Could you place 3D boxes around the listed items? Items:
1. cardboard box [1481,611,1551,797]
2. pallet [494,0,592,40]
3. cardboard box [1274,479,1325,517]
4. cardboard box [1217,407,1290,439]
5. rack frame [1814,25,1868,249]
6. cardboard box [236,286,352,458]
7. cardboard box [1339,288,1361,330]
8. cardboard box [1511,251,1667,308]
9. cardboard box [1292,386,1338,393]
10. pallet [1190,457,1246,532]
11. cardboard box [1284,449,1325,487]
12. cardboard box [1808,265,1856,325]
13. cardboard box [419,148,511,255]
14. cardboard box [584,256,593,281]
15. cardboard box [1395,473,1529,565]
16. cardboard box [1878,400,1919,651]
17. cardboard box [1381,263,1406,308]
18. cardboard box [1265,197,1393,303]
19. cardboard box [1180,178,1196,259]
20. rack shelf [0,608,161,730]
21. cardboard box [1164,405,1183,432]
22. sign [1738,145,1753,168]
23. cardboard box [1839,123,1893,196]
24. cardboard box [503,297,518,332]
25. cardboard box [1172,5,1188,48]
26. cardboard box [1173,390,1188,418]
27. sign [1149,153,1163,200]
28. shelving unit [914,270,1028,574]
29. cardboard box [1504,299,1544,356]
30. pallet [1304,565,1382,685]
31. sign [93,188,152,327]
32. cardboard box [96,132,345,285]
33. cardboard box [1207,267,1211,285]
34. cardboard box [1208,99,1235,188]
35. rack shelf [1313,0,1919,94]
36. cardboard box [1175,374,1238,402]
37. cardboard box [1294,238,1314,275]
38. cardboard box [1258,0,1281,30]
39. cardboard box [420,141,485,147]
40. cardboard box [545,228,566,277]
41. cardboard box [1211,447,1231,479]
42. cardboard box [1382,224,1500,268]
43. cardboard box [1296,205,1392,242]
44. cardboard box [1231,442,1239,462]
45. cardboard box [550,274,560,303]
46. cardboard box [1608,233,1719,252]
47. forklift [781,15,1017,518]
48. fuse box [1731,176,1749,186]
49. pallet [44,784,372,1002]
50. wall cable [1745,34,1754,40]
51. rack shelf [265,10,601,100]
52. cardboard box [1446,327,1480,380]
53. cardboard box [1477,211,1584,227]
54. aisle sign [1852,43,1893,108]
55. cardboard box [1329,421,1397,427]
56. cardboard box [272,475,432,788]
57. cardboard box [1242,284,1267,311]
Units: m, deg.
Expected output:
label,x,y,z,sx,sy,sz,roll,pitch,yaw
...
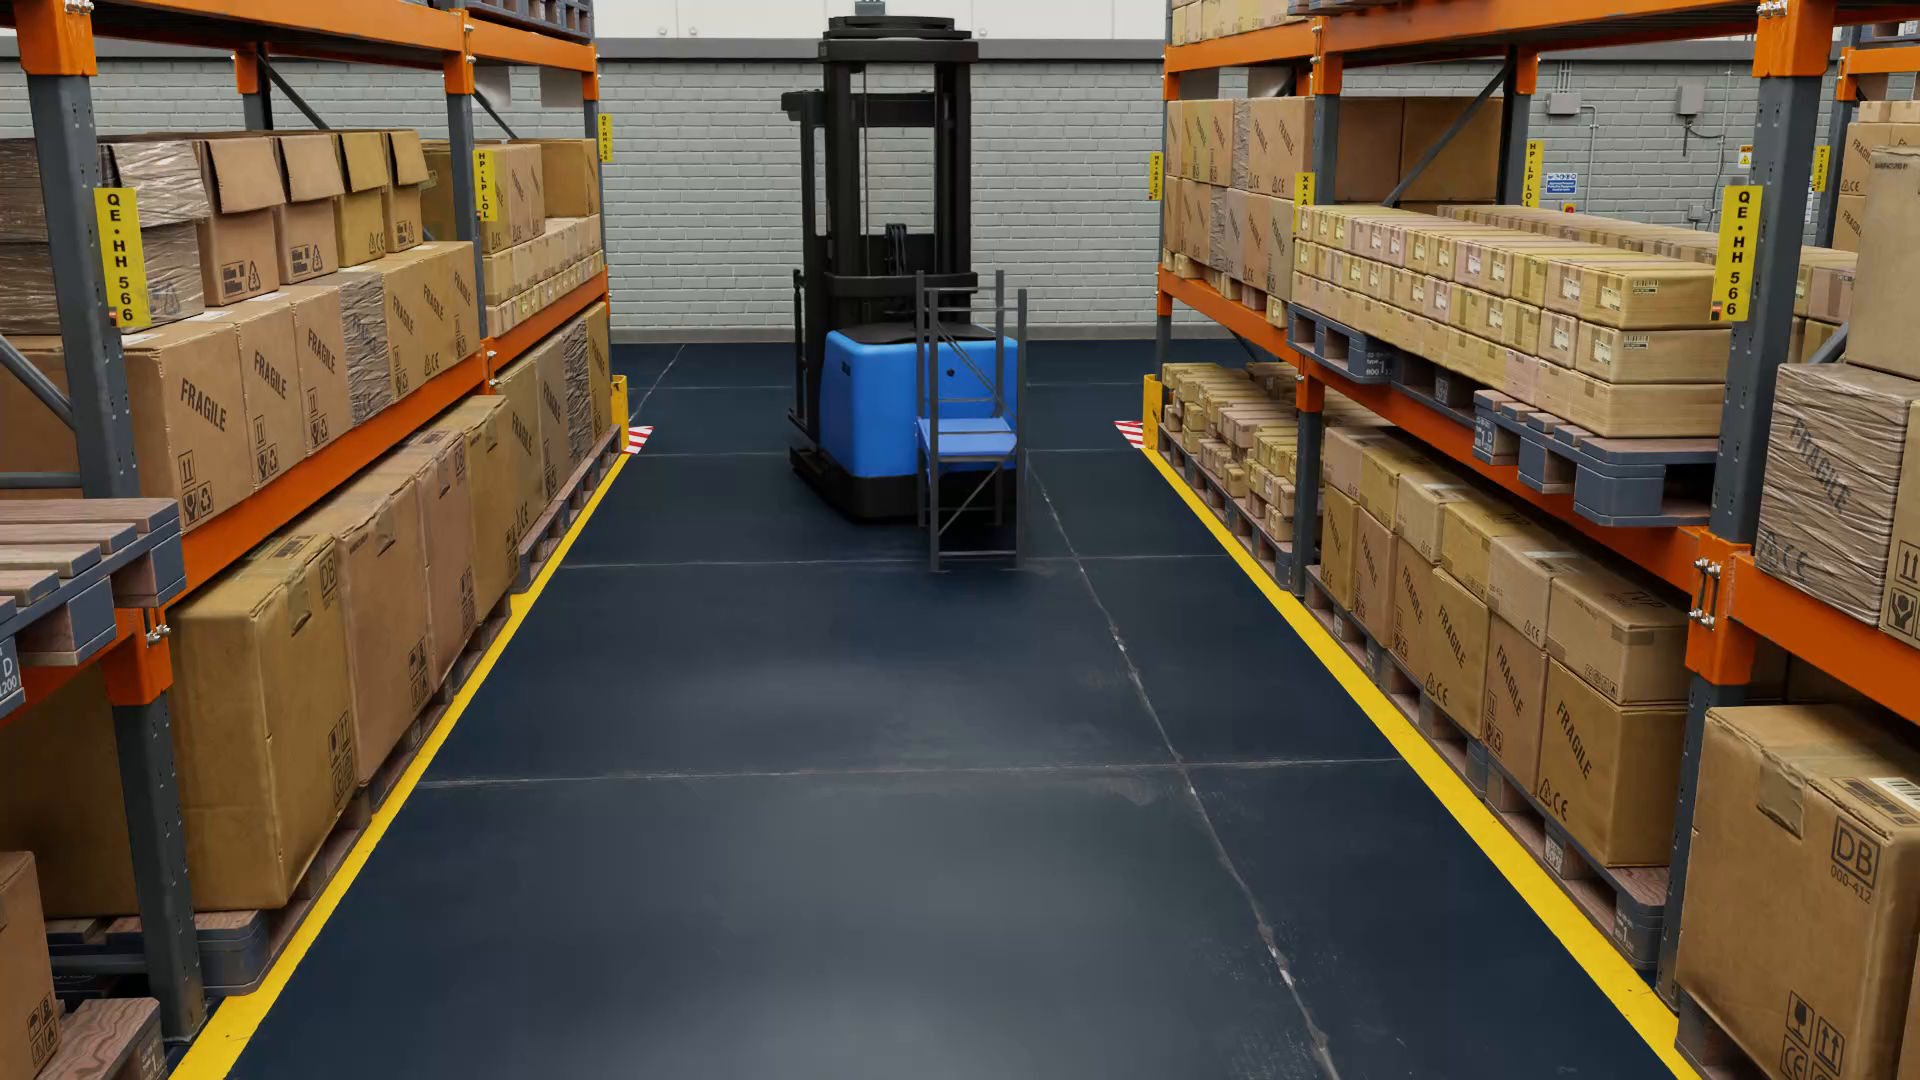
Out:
label,x,y,z,sx,sy,sz,roll,pitch,yaw
cardboard box,2.103,0.534,5.605,0.500,0.500,0.500,0,14,-1
pallet,-2.963,-3.348,10.677,1.003,0.211,1.213,-1,14,-3
cardboard box,1.849,-0.219,8.641,0.380,0.149,0.250,-1,14,-2
cardboard box,1.750,-0.698,9.903,0.380,0.149,0.250,-1,14,-5
rack frame,6.872,-2.276,12.351,1.000,3.000,0.127,-1,14,-3
cardboard box,-2.351,-0.562,5.490,0.500,0.500,0.500,-1,14,-4
cardboard box,1.800,-0.962,6.908,0.380,0.149,0.250,-1,14,-3
cardboard box,1.916,-0.797,5.070,0.380,0.149,0.250,0,14,-2
cardboard box,2.349,-0.900,10.689,0.380,0.149,0.250,0,14,-1
pallet,2.030,-0.299,10.266,1.003,0.211,1.213,-1,14,-3
cardboard box,1.904,-0.374,8.647,0.380,0.149,0.250,0,14,-2
cardboard box,2.598,-0.673,4.591,0.380,0.149,0.250,-1,14,-3
cardboard box,-2.546,-1.685,8.256,0.500,0.500,0.500,-1,14,-3
cardboard box,-2.636,-1.790,10.968,0.380,0.149,0.250,-1,14,-3
cardboard box,2.030,-0.088,6.517,0.500,0.250,0.500,0,14,-1
cardboard box,2.226,0.009,3.269,0.500,0.500,0.500,-1,14,-4
cardboard box,1.837,-0.974,6.355,0.380,0.149,0.250,-1,14,-4
cardboard box,1.874,-1.488,8.491,0.500,0.500,0.500,-1,14,-3
cardboard box,1.748,-2.118,10.940,0.500,0.500,0.500,-1,14,-3
rack shelf,-2.399,0.713,2.180,1.077,0.370,4.000,-1,14,-3
cardboard box,1.651,-0.861,11.733,0.380,0.149,0.250,-1,14,-2
sign,8.537,-4.124,17.879,0.339,0.242,0.001,-1,14,-3
cardboard box,6.617,-2.684,11.733,0.500,0.500,0.500,-1,14,-5
cardboard box,-2.474,-1.150,8.481,0.380,0.149,0.250,-1,14,-5
cardboard box,1.710,-3.438,11.152,0.500,0.250,0.500,0,14,-1
cardboard box,1.675,-0.937,11.432,0.380,0.149,0.250,-1,14,-4
sign,1.396,-2.585,11.815,0.100,0.325,0.005,-1,14,-3
shelving unit,0.046,-0.683,9.170,0.538,1.500,1.048,-1,14,-5
cardboard box,1.911,-0.658,5.127,0.380,0.149,0.250,-1,14,-2
pallet,2.235,0.365,7.685,1.003,0.211,1.213,-1,14,-3
sign,-1.982,-0.666,3.931,0.100,0.325,0.005,-1,14,-3
cardboard box,-2.638,-1.178,5.871,0.797,0.503,0.637,0,14,-2
cardboard box,1.796,-1.706,10.642,0.380,0.149,0.250,-1,14,-4
cardboard box,1.783,-2.353,9.848,0.500,0.500,0.500,-1,14,-5
rack shelf,2.309,-1.786,5.872,1.077,0.370,4.000,-1,14,-3
cardboard box,1.656,-1.018,11.147,0.380,0.149,0.250,-1,14,-4
cardboard box,1.751,-1.300,7.623,0.380,0.149,0.250,-1,14,-3
cardboard box,1.866,-2.801,8.676,0.500,0.250,0.500,-1,14,-4
cardboard box,-3.190,-2.180,10.180,0.500,0.500,0.500,-1,14,-5
cardboard box,-2.625,-1.695,9.800,0.500,0.250,0.500,-1,14,-3
cardboard box,1.760,-0.477,10.239,0.380,0.149,0.250,-1,14,-3
cardboard box,1.832,-1.122,6.336,0.380,0.149,0.250,0,14,-1
cardboard box,1.751,-1.444,7.586,0.380,0.149,0.250,0,14,-1
cardboard box,1.836,-0.547,9.913,0.380,0.149,0.250,-2,15,-6
cardboard box,-2.556,-1.472,9.733,0.380,0.149,0.250,-1,14,-5
cardboard box,2.515,-0.999,5.857,0.380,0.149,0.250,0,14,-2
forklift,-0.535,-1.873,10.924,1.130,2.935,3.031,-4,15,-16
fuse box,8.605,-3.050,17.945,0.539,1.711,0.414,-1,14,-3
pallet,-2.497,1.020,5.137,1.003,0.211,1.213,-1,14,-3
wall cable,9.772,-6.654,17.253,2.988,3.039,0.133,-1,14,-3
rack shelf,-2.895,-2.729,9.539,1.077,0.370,4.000,-1,14,-3
cardboard box,1.884,-0.636,5.641,0.380,0.149,0.250,-2,15,-6
cardboard box,2.437,-1.321,7.109,0.380,0.149,0.250,-1,14,-5
aisle sign,6.578,-3.548,12.079,0.394,0.787,0.004,-1,14,-3
cardboard box,2.309,-0.575,9.426,0.380,0.149,0.250,-1,14,-5
cardboard box,-2.593,0.299,5.766,1.225,0.875,0.875,-1,14,-3
cardboard box,1.814,-1.386,9.399,0.380,0.149,0.250,-2,15,-6
